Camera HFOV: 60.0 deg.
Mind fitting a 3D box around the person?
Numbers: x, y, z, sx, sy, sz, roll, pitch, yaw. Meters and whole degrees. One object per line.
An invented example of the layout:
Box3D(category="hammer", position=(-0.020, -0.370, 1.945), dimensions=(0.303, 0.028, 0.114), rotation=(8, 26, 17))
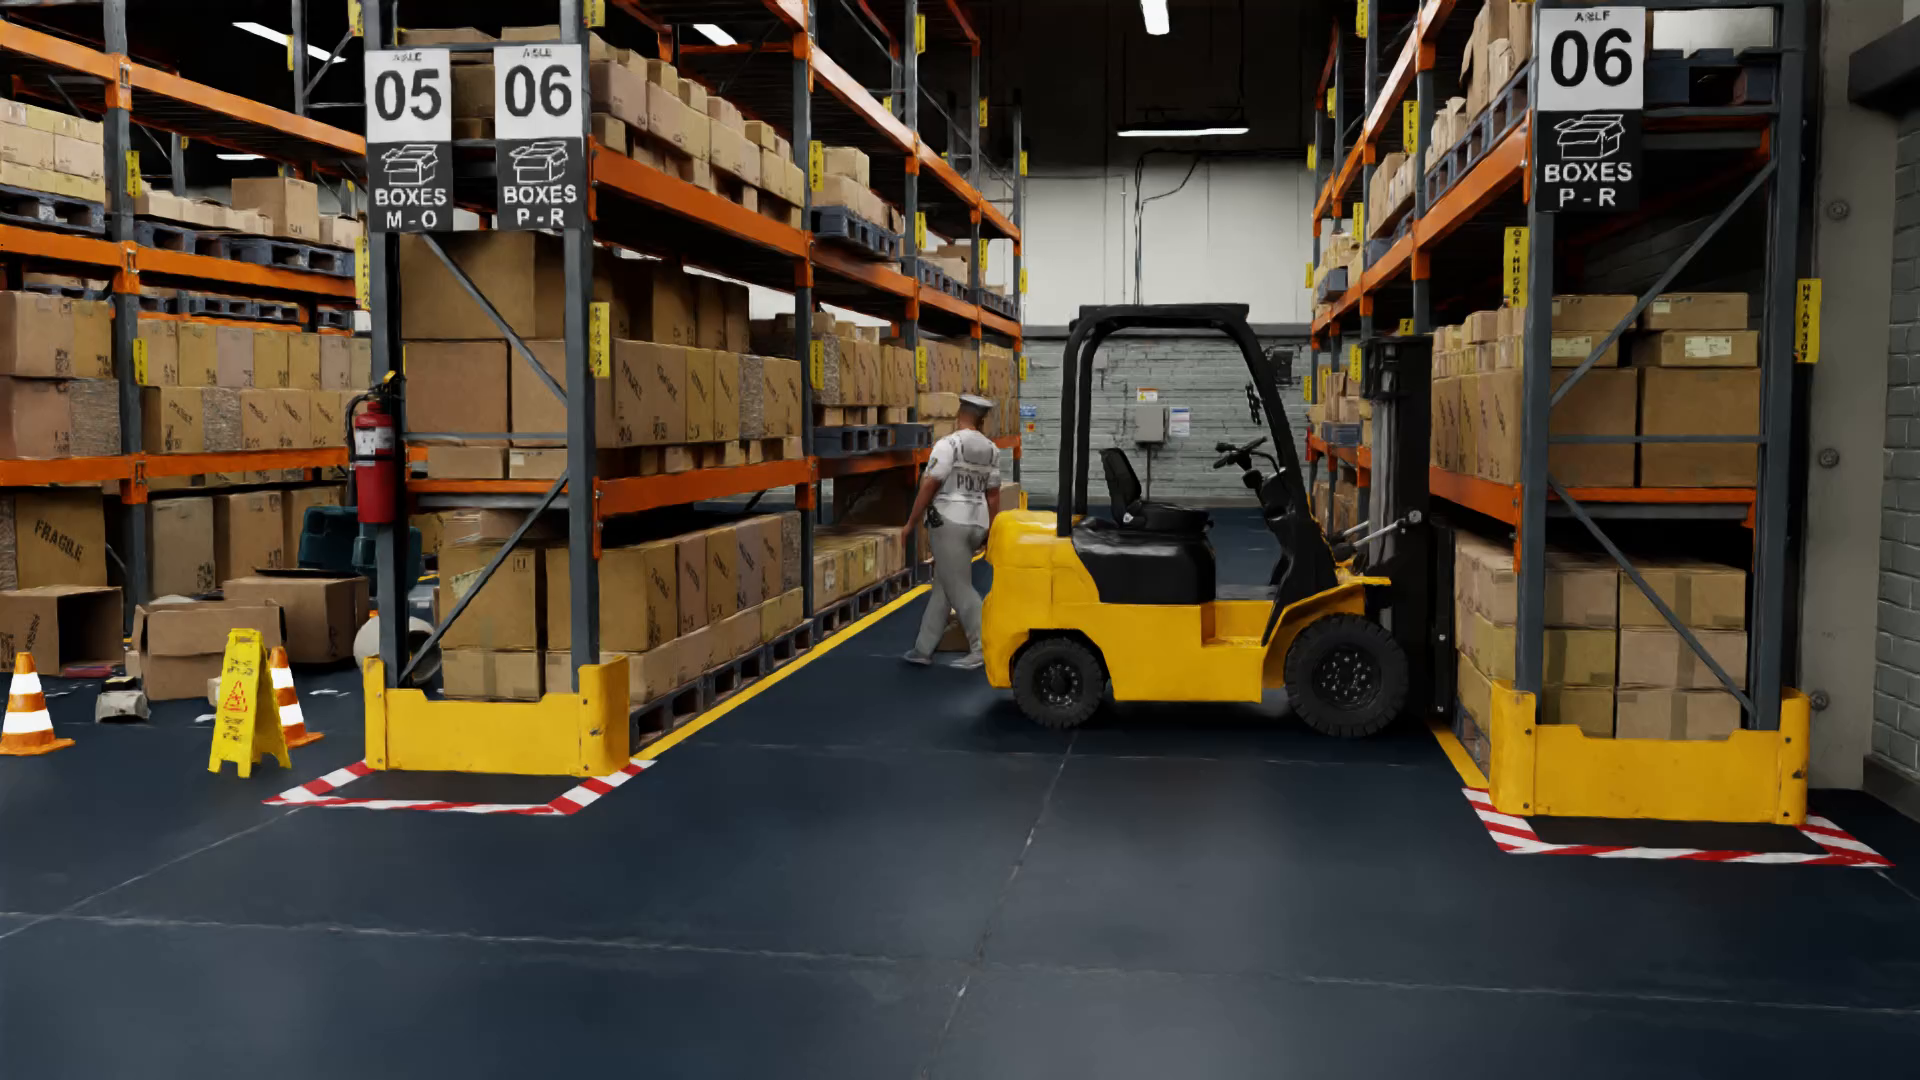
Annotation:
Box3D(category="person", position=(-0.051, -0.058, 10.512), dimensions=(0.720, 1.723, 0.580), rotation=(3, 5, 31))
